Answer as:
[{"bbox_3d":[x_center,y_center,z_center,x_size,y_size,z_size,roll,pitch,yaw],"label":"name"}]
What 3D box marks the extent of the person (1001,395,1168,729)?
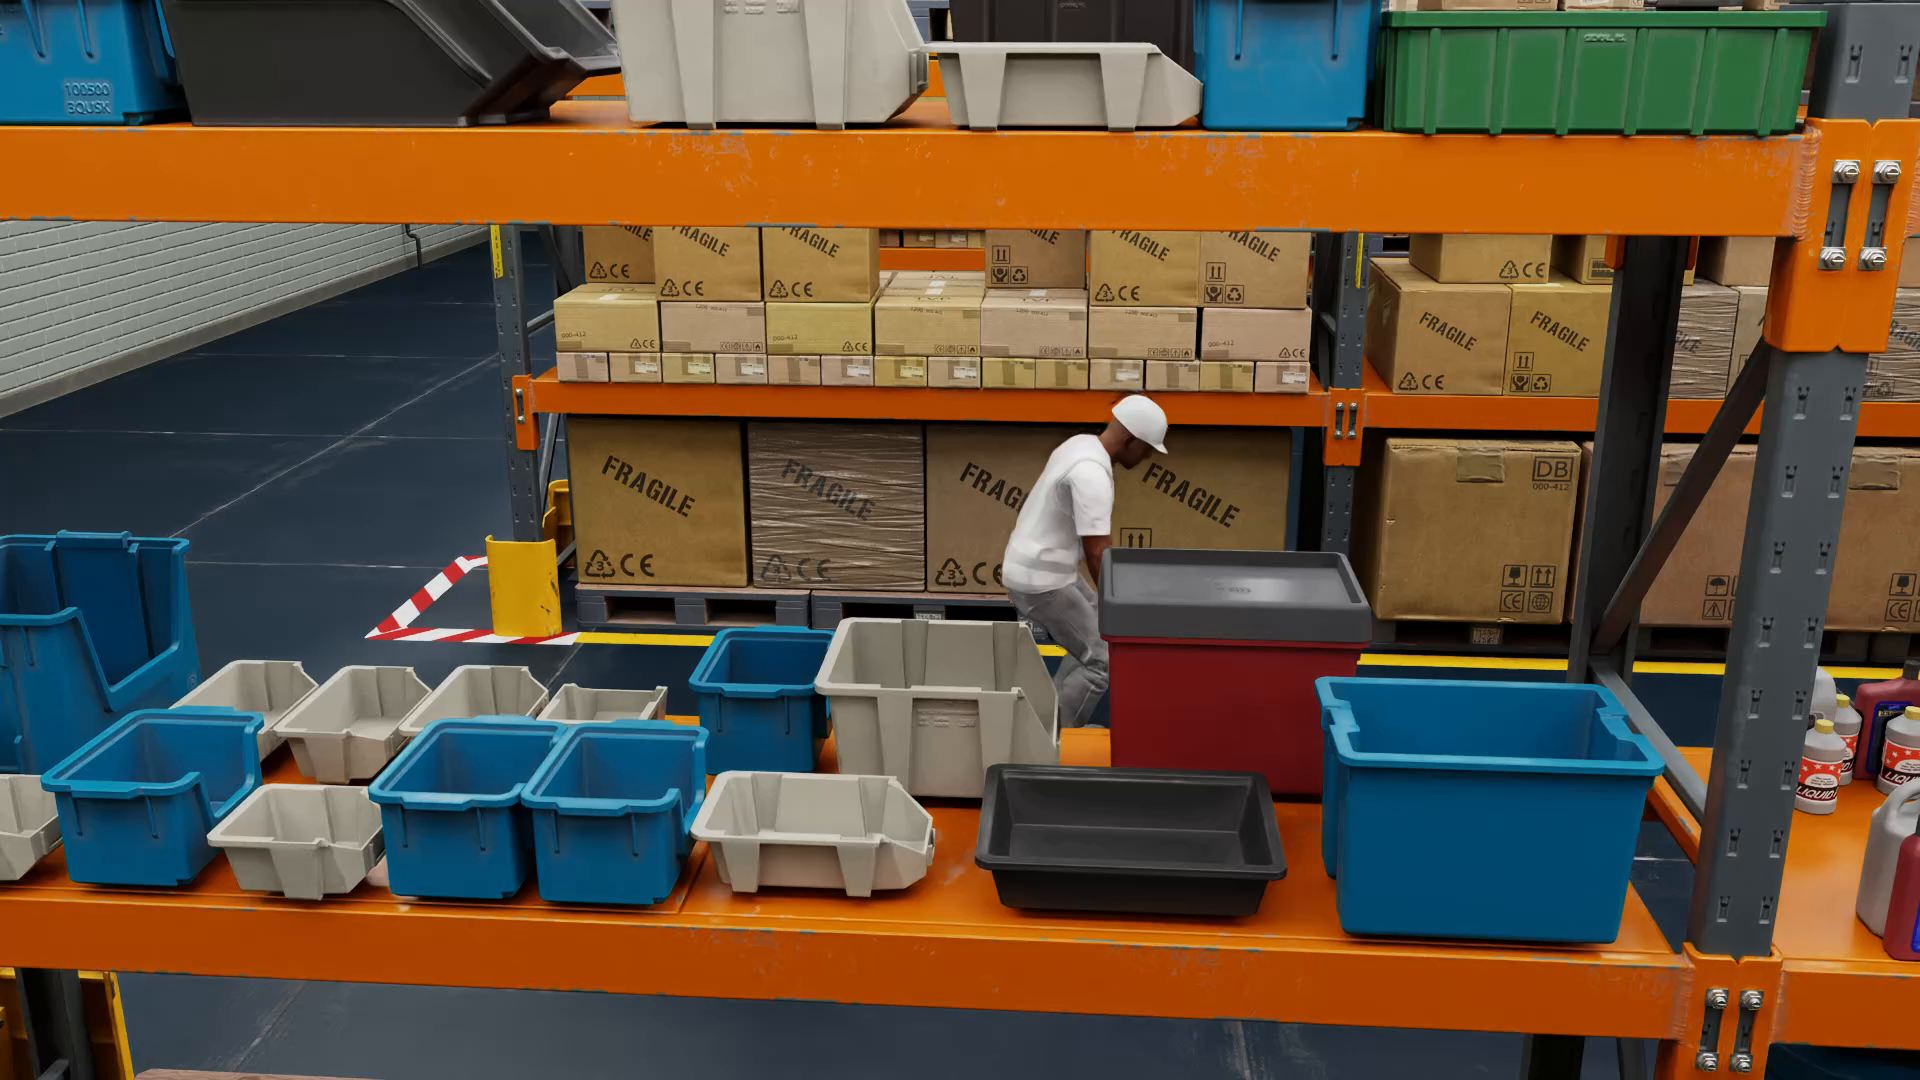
[{"bbox_3d":[0.506,0.153,6.896,0.666,1.543,0.625,1,17,4],"label":"person"}]
